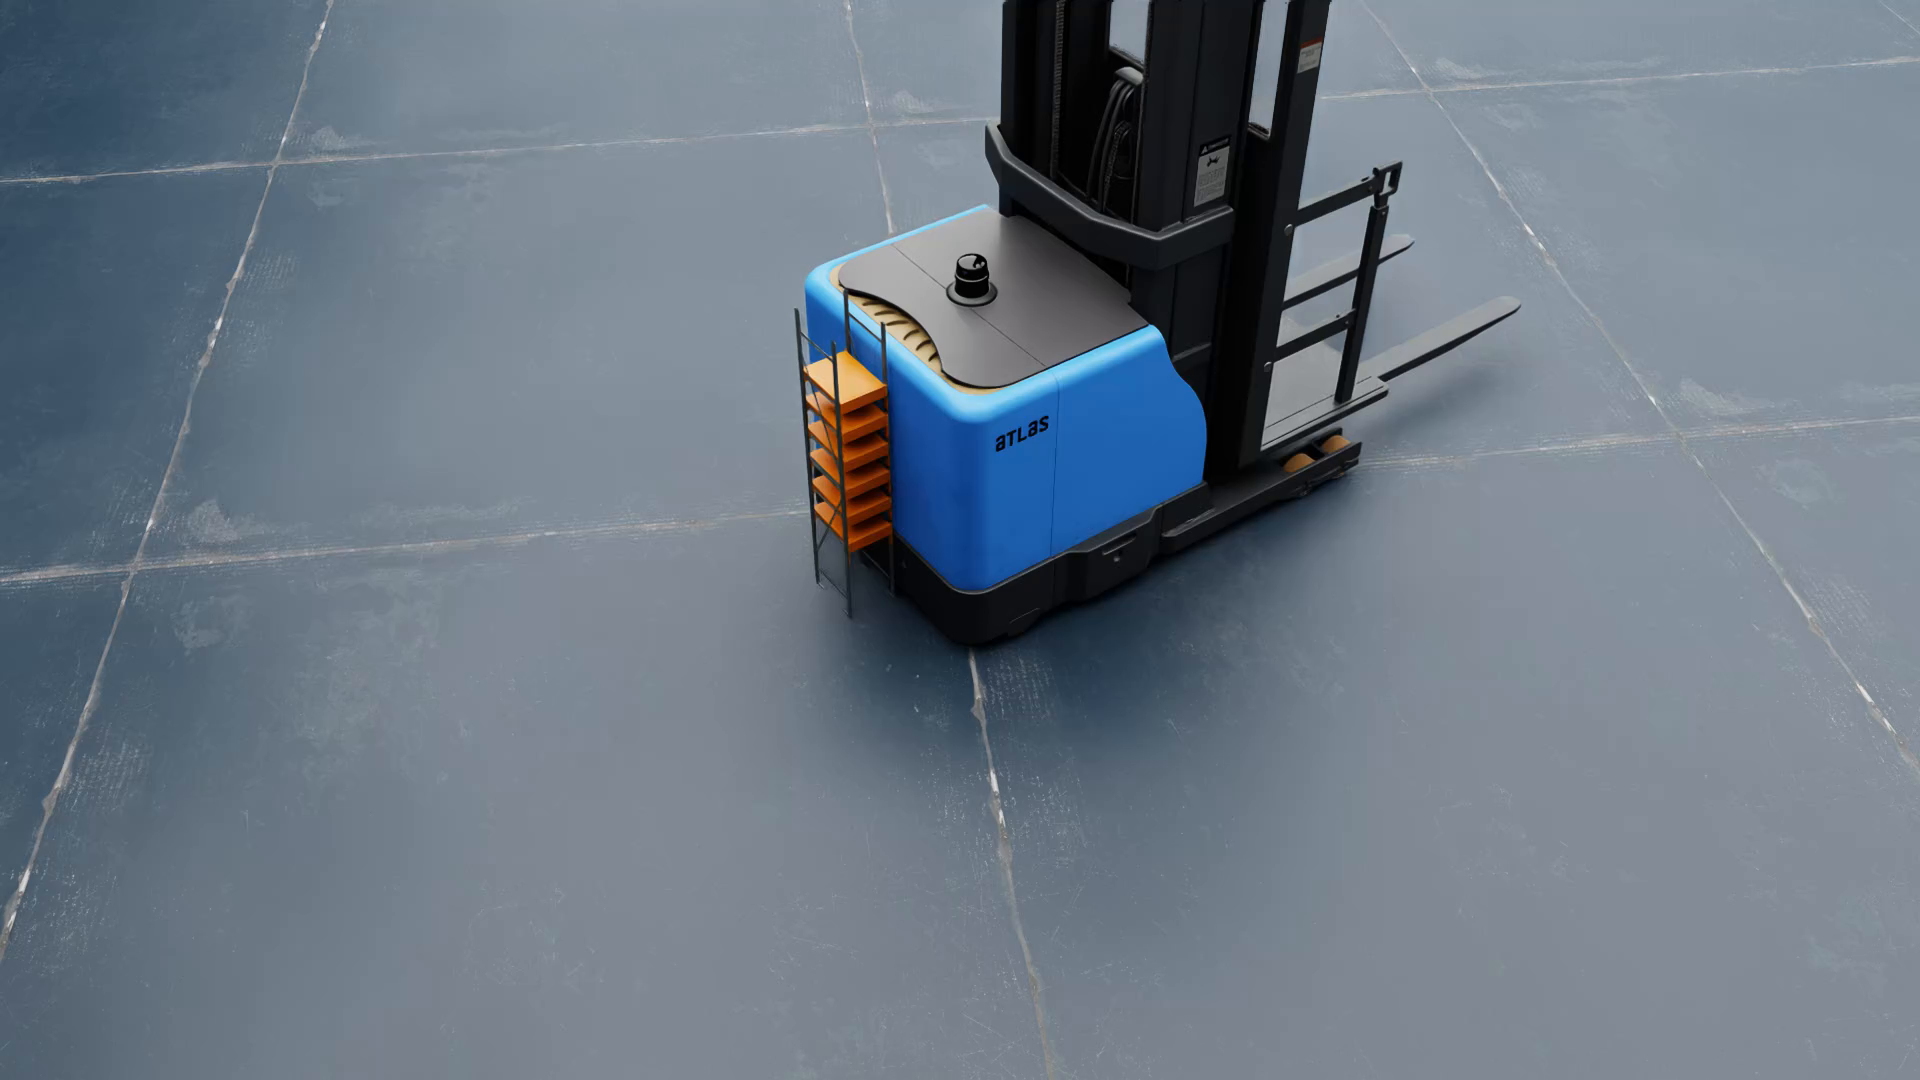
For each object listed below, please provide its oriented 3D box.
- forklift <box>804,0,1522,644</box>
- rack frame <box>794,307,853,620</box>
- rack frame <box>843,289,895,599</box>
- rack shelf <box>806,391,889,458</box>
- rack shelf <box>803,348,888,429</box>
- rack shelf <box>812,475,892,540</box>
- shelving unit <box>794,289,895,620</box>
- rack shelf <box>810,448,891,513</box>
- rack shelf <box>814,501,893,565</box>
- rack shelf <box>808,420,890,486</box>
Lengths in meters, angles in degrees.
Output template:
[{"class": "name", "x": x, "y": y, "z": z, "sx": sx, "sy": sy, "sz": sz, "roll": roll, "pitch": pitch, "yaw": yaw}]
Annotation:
[{"class": "forklift", "x": 0.949, "y": -1.520, "z": 5.747, "sx": 3.031, "sy": 2.935, "sz": 1.130, "roll": -25, "pitch": 48, "yaw": -25}, {"class": "rack frame", "x": -0.455, "y": -0.228, "z": 5.607, "sx": 0.006, "sy": 1.200, "sz": 0.240, "roll": -25, "pitch": 48, "yaw": -25}, {"class": "rack frame", "x": -0.306, "y": -0.299, "z": 5.685, "sx": 0.006, "sy": 1.200, "sz": 0.240, "roll": -25, "pitch": 48, "yaw": -25}, {"class": "rack shelf", "x": -0.380, "y": -0.408, "z": 5.515, "sx": 0.180, "sy": 0.103, "sz": 0.258, "roll": -25, "pitch": 48, "yaw": -25}, {"class": "rack shelf", "x": -0.380, "y": -0.497, "z": 5.435, "sx": 0.180, "sy": 0.103, "sz": 0.258, "roll": -25, "pitch": 48, "yaw": -25}, {"class": "rack shelf", "x": -0.380, "y": -0.141, "z": 5.756, "sx": 0.180, "sy": 0.103, "sz": 0.258, "roll": -25, "pitch": 48, "yaw": -25}, {"class": "shelving unit", "x": -0.380, "y": -0.263, "z": 5.646, "sx": 0.189, "sy": 1.200, "sz": 0.258, "roll": -25, "pitch": 48, "yaw": -25}, {"class": "rack shelf", "x": -0.380, "y": -0.230, "z": 5.676, "sx": 0.180, "sy": 0.103, "sz": 0.258, "roll": -25, "pitch": 48, "yaw": -25}, {"class": "rack shelf", "x": -0.380, "y": -0.052, "z": 5.836, "sx": 0.180, "sy": 0.103, "sz": 0.258, "roll": -25, "pitch": 48, "yaw": -25}, {"class": "rack shelf", "x": -0.380, "y": -0.319, "z": 5.595, "sx": 0.180, "sy": 0.103, "sz": 0.258, "roll": -25, "pitch": 48, "yaw": -25}]
